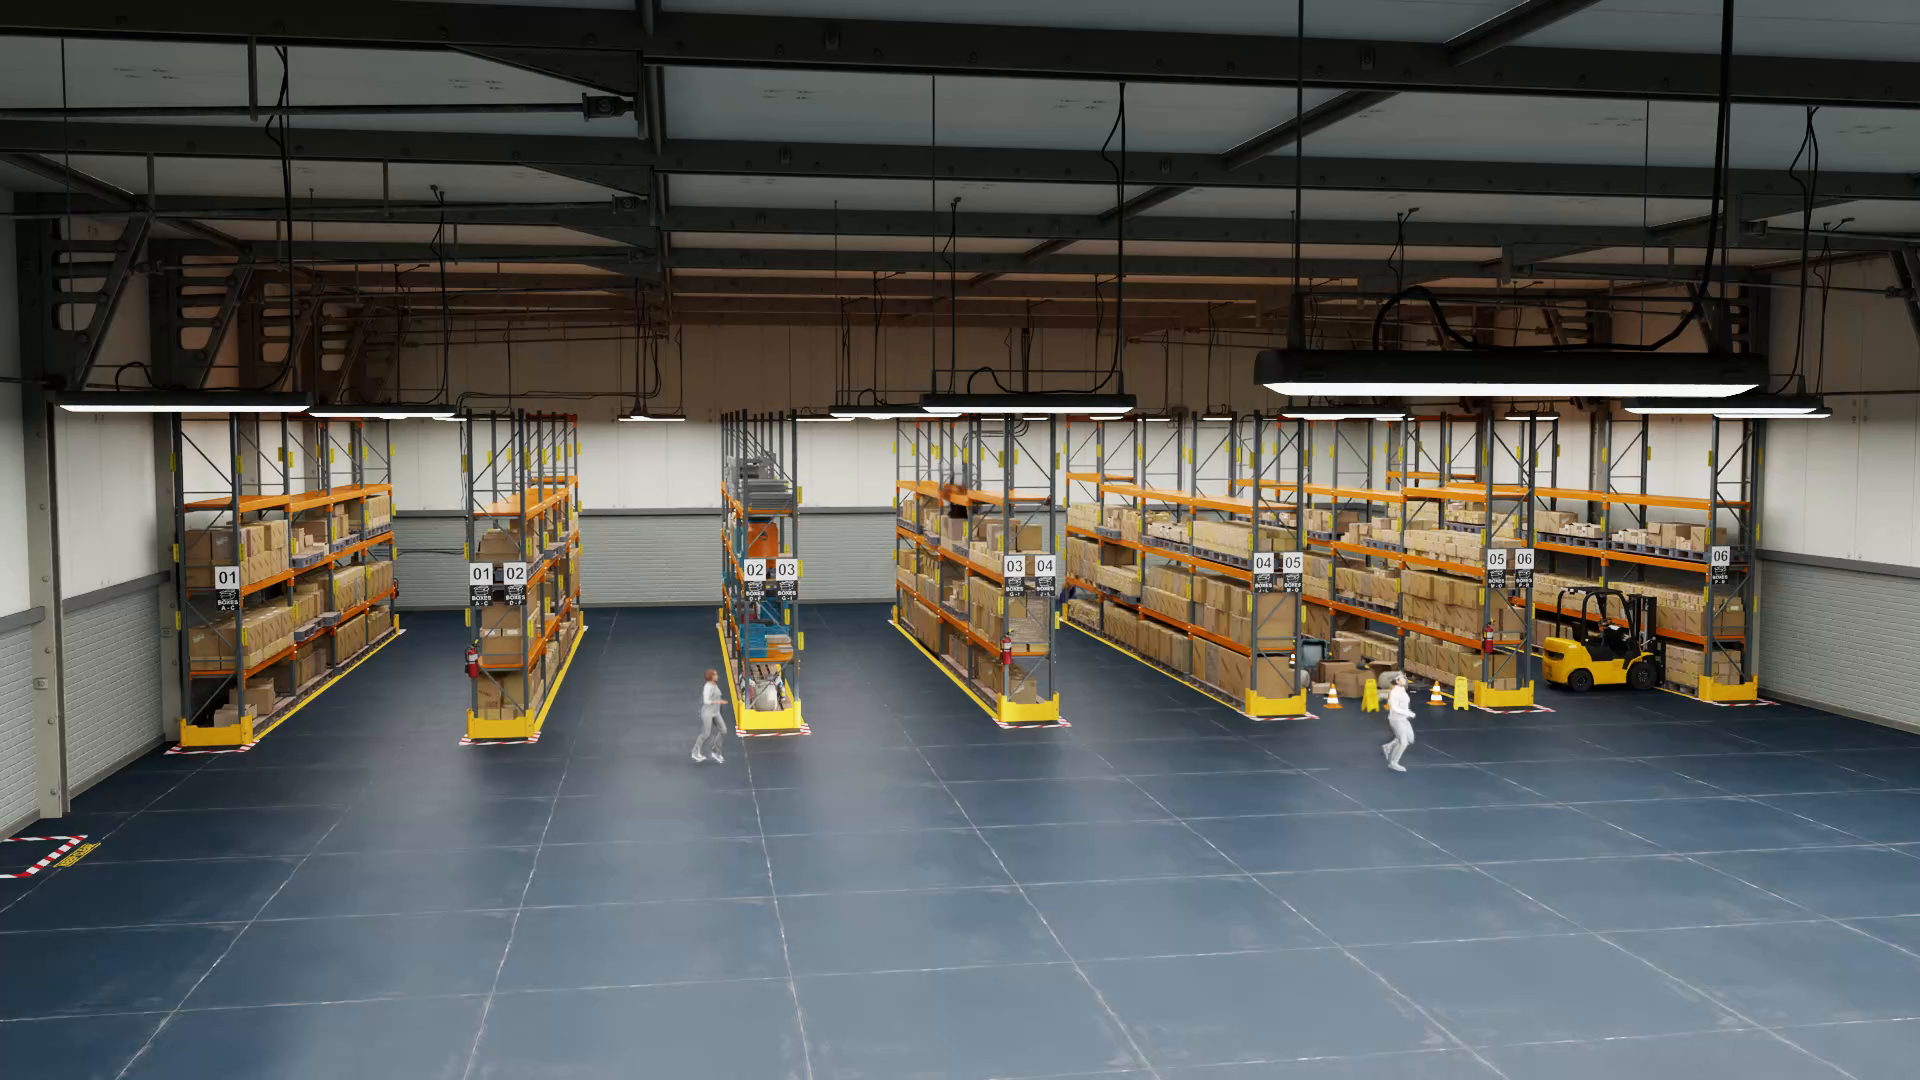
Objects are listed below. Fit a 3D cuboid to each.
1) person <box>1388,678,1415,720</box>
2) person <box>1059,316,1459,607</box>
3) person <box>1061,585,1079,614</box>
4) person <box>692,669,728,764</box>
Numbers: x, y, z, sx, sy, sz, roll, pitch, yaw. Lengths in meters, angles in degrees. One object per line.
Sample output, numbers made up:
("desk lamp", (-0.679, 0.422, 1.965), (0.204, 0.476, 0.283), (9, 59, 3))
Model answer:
("person", (7.336, 2.620, 27.505), (0.454, 0.846, 0.502), (2, 4, 27))
("person", (9.098, -2.279, 49.677), (11.731, 8.922, 8.879), (-1, 4, -20))
("person", (3.378, 1.454, 50.009), (0.849, 1.533, 0.670), (-2, 4, -27))
("person", (-4.206, 2.971, 28.000), (0.700, 1.627, 0.525), (1, 4, 18))
